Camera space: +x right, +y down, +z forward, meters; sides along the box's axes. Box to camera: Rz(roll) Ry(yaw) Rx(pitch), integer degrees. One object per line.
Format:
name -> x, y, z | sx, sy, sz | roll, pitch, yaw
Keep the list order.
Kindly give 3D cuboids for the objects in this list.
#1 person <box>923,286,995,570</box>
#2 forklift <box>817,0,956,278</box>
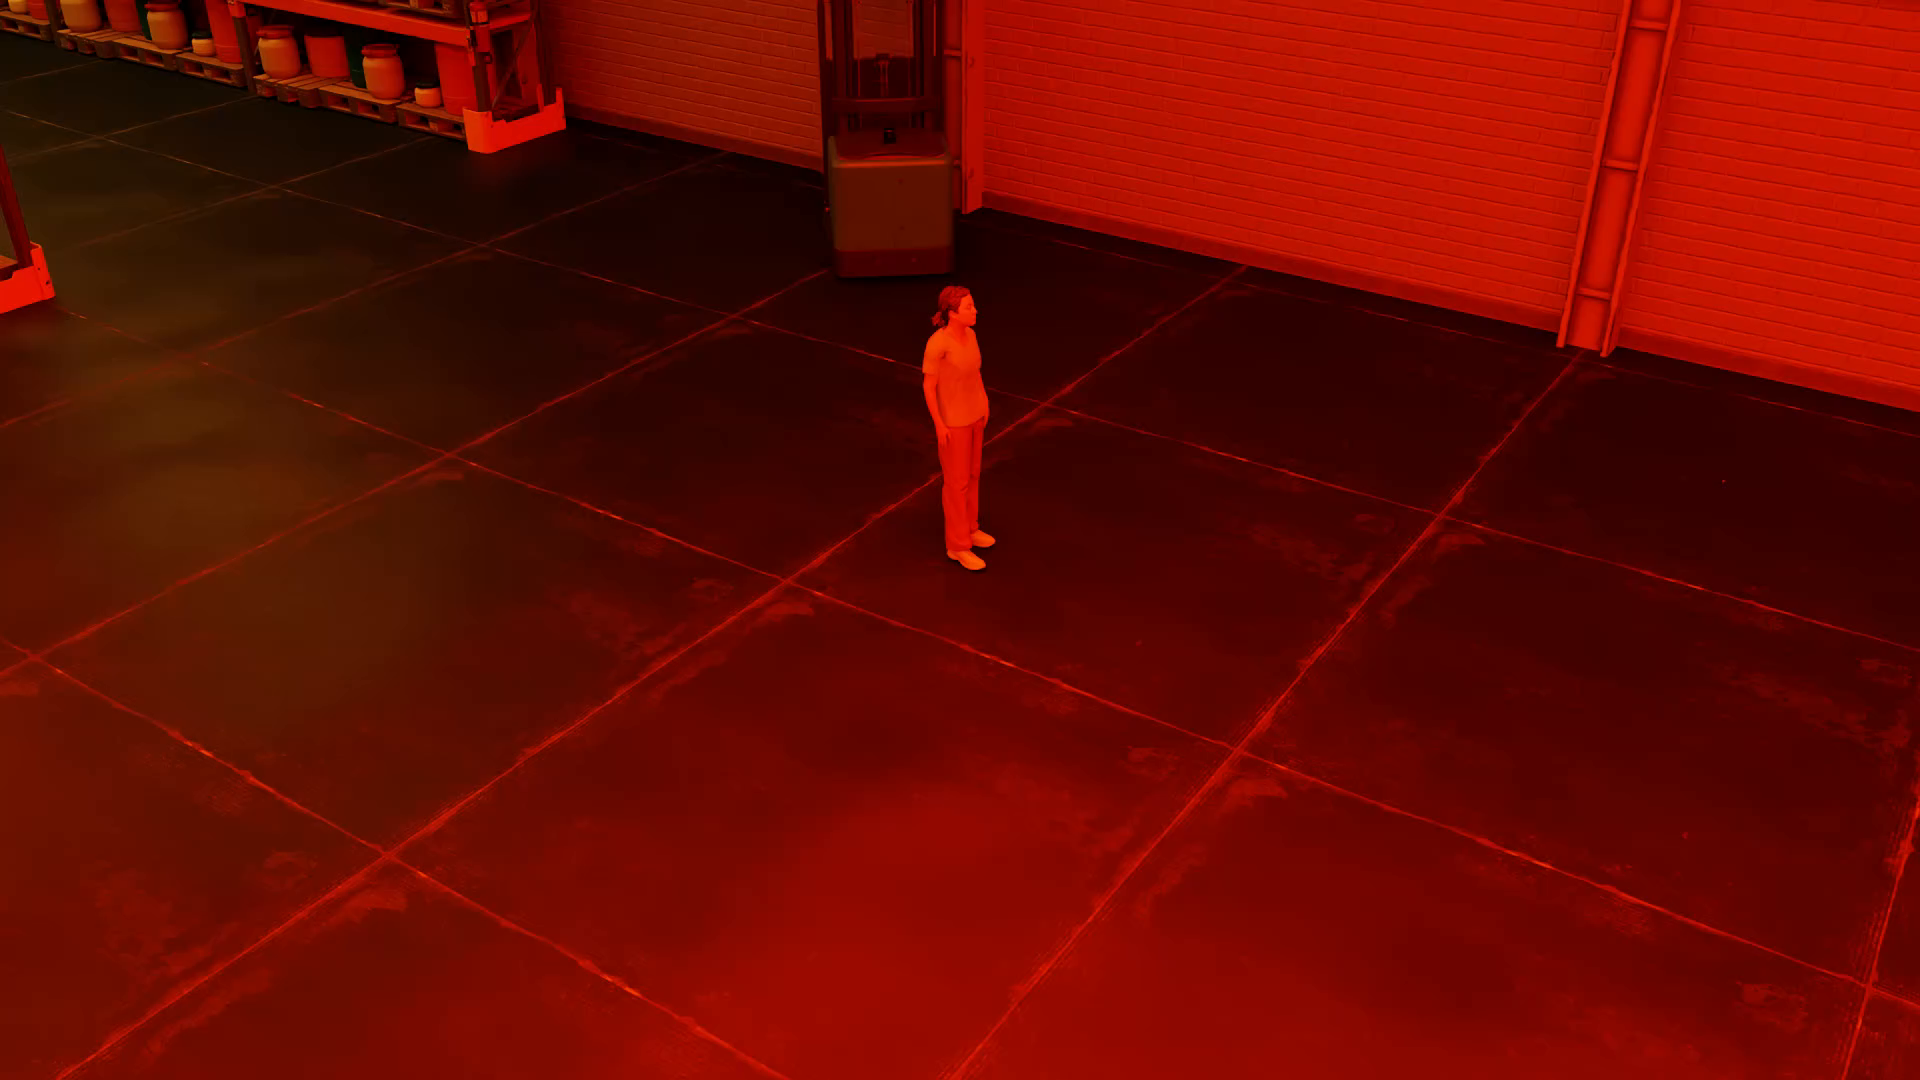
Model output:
person -> 0.054, -0.705, 10.032 | 0.549, 1.675, 0.553 | 19, 35, 29
forklift -> -0.720, -4.228, 14.862 | 1.130, 2.935, 3.031 | -3, 30, -6
